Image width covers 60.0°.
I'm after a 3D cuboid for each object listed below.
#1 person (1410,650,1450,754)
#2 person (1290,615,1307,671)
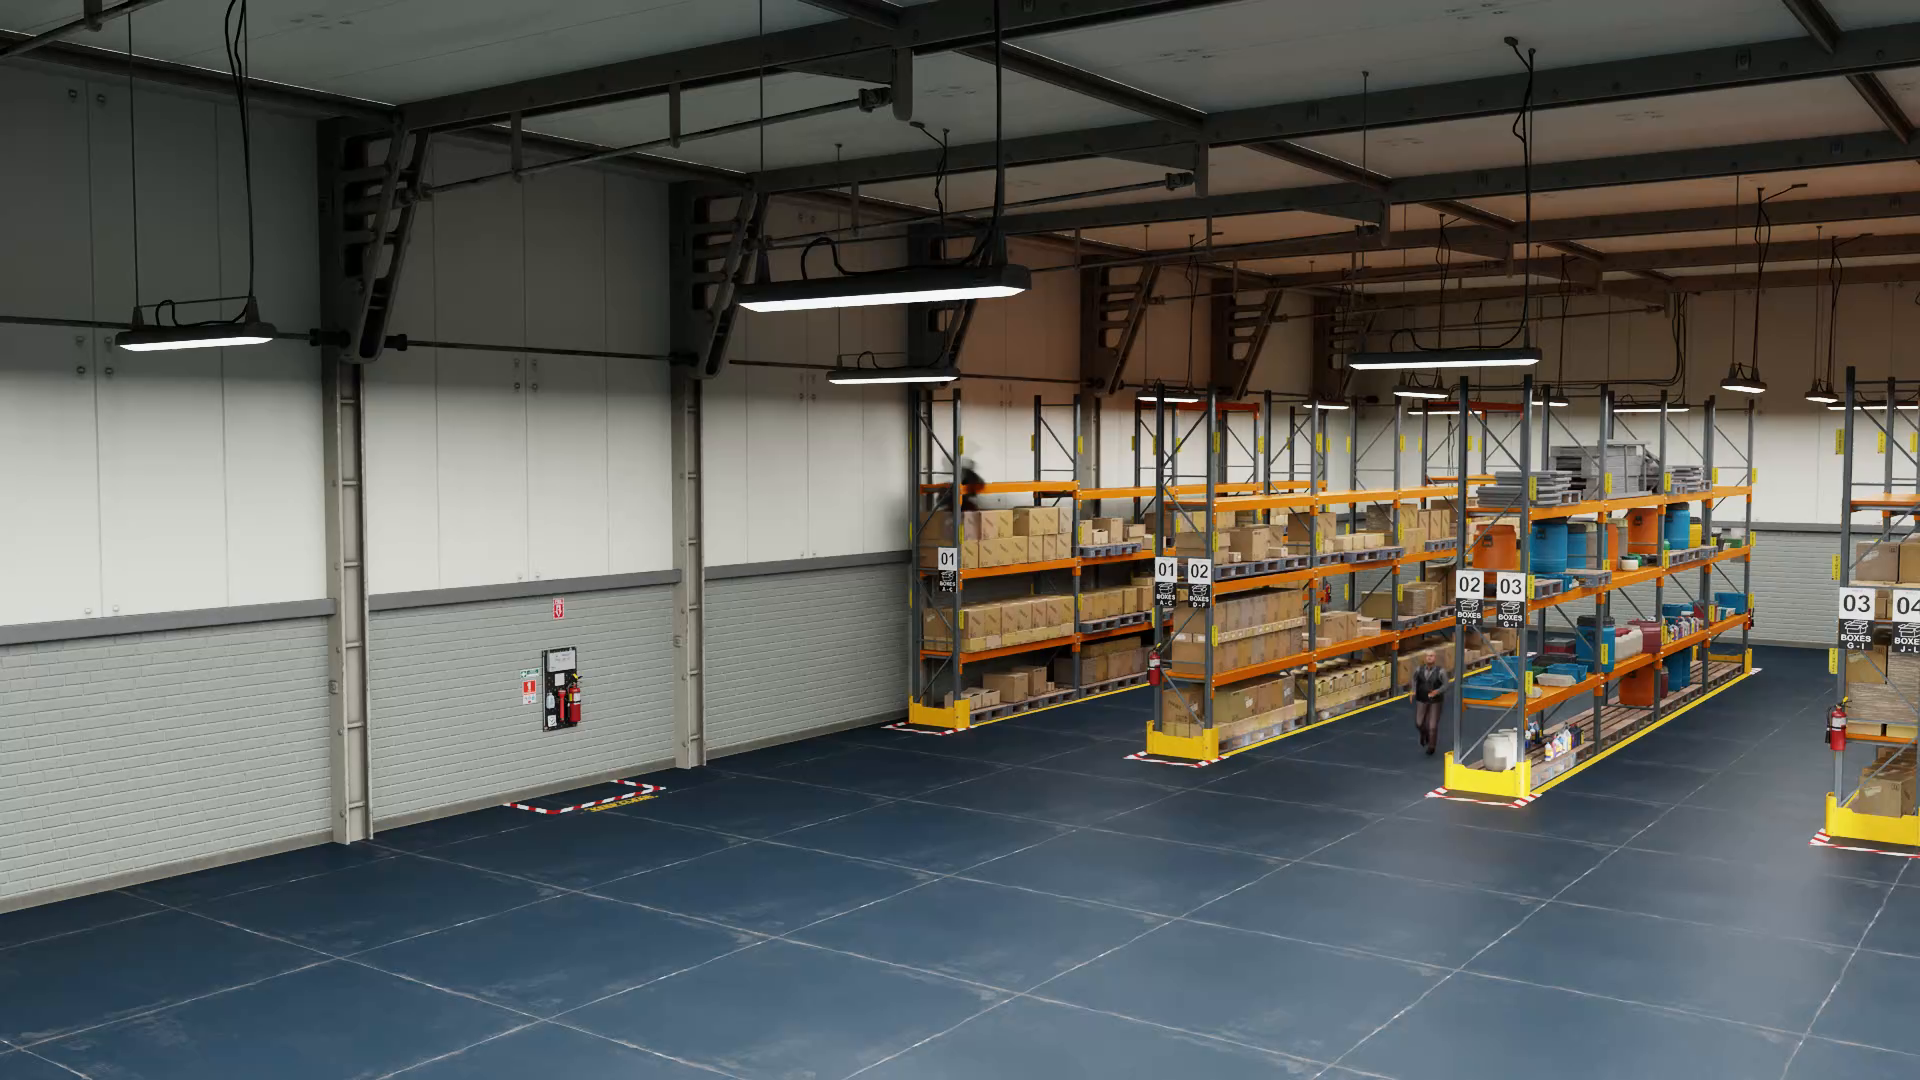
[{"bbox_3d":[7.575,2.629,26.904,0.658,1.681,0.570,2,4,29],"label":"person"},{"bbox_3d":[7.034,2.253,34.589,0.541,1.552,0.666,2,4,31],"label":"person"}]
